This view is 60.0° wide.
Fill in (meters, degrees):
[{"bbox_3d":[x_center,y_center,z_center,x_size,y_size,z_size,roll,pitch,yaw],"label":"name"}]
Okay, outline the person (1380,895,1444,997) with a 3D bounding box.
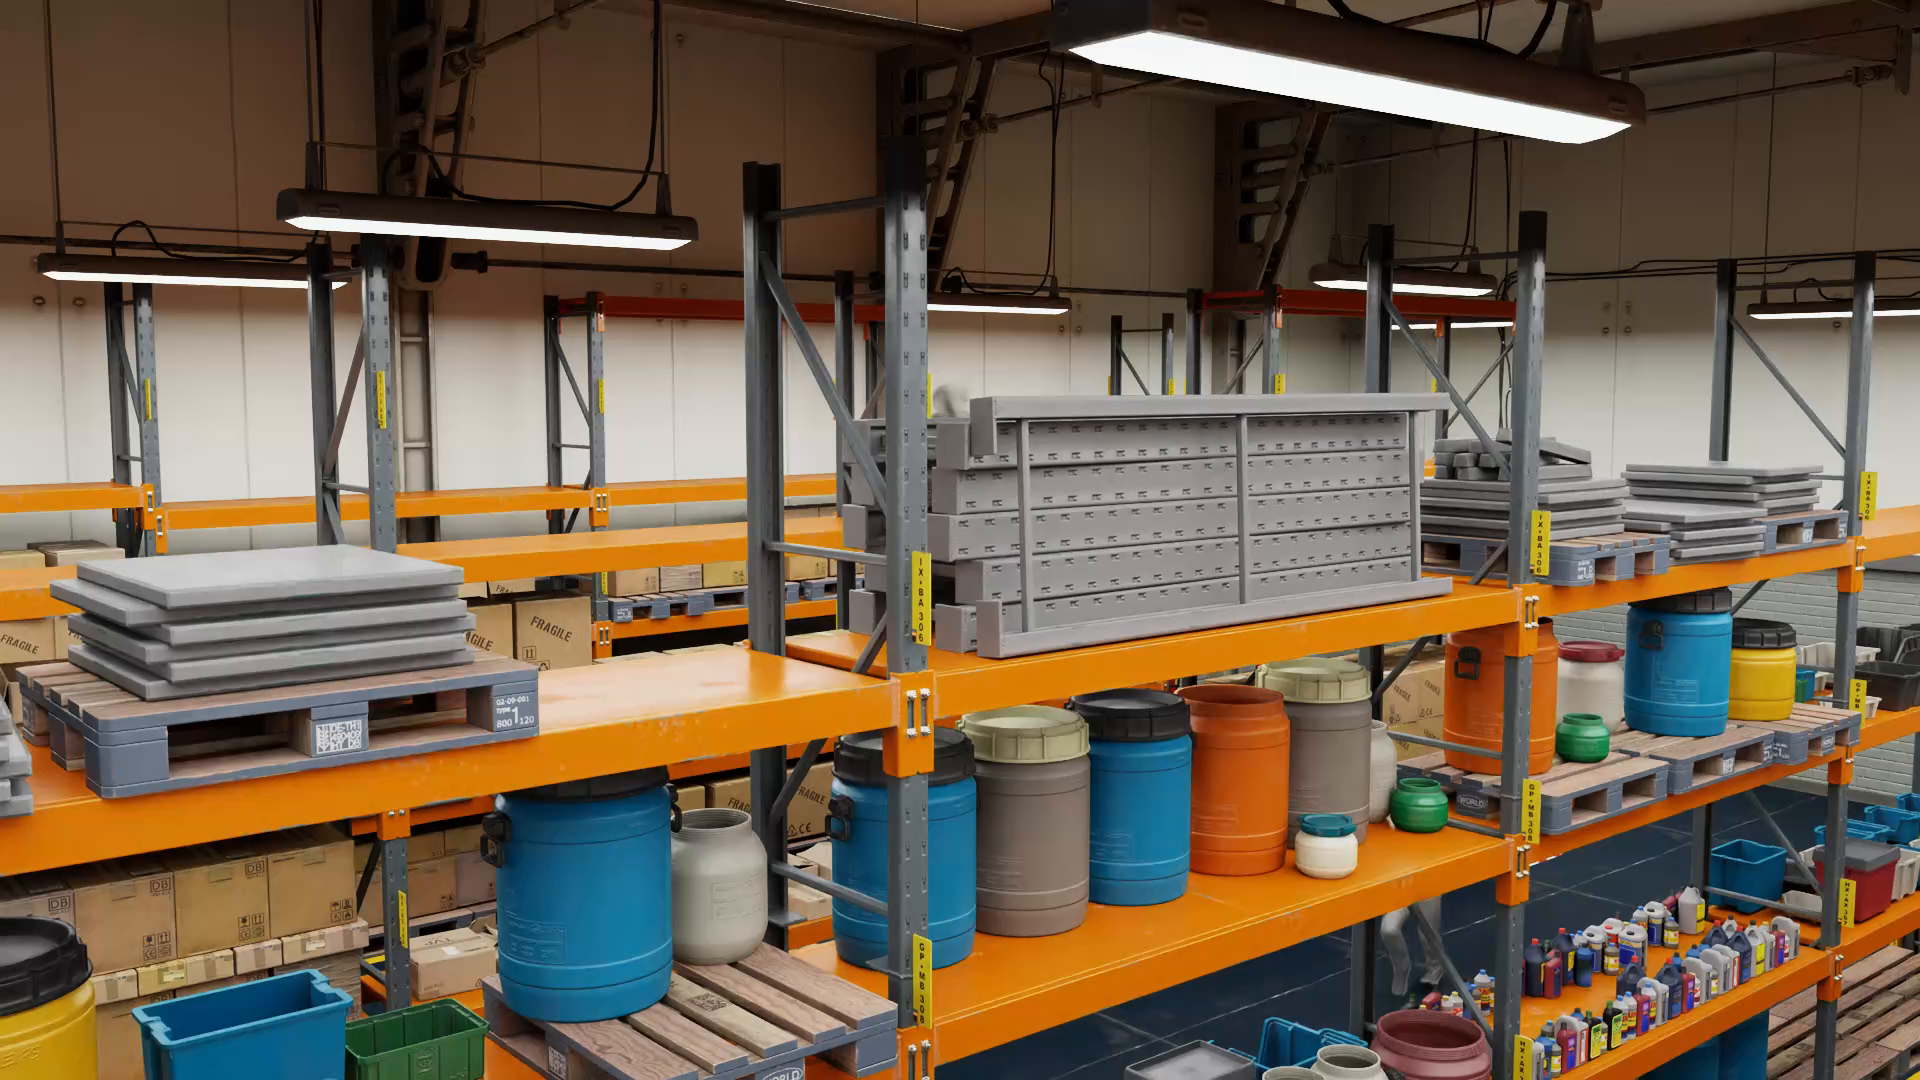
[{"bbox_3d":[3.814,2.957,13.950,0.627,1.815,0.826,5,7,41],"label":"person"}]
